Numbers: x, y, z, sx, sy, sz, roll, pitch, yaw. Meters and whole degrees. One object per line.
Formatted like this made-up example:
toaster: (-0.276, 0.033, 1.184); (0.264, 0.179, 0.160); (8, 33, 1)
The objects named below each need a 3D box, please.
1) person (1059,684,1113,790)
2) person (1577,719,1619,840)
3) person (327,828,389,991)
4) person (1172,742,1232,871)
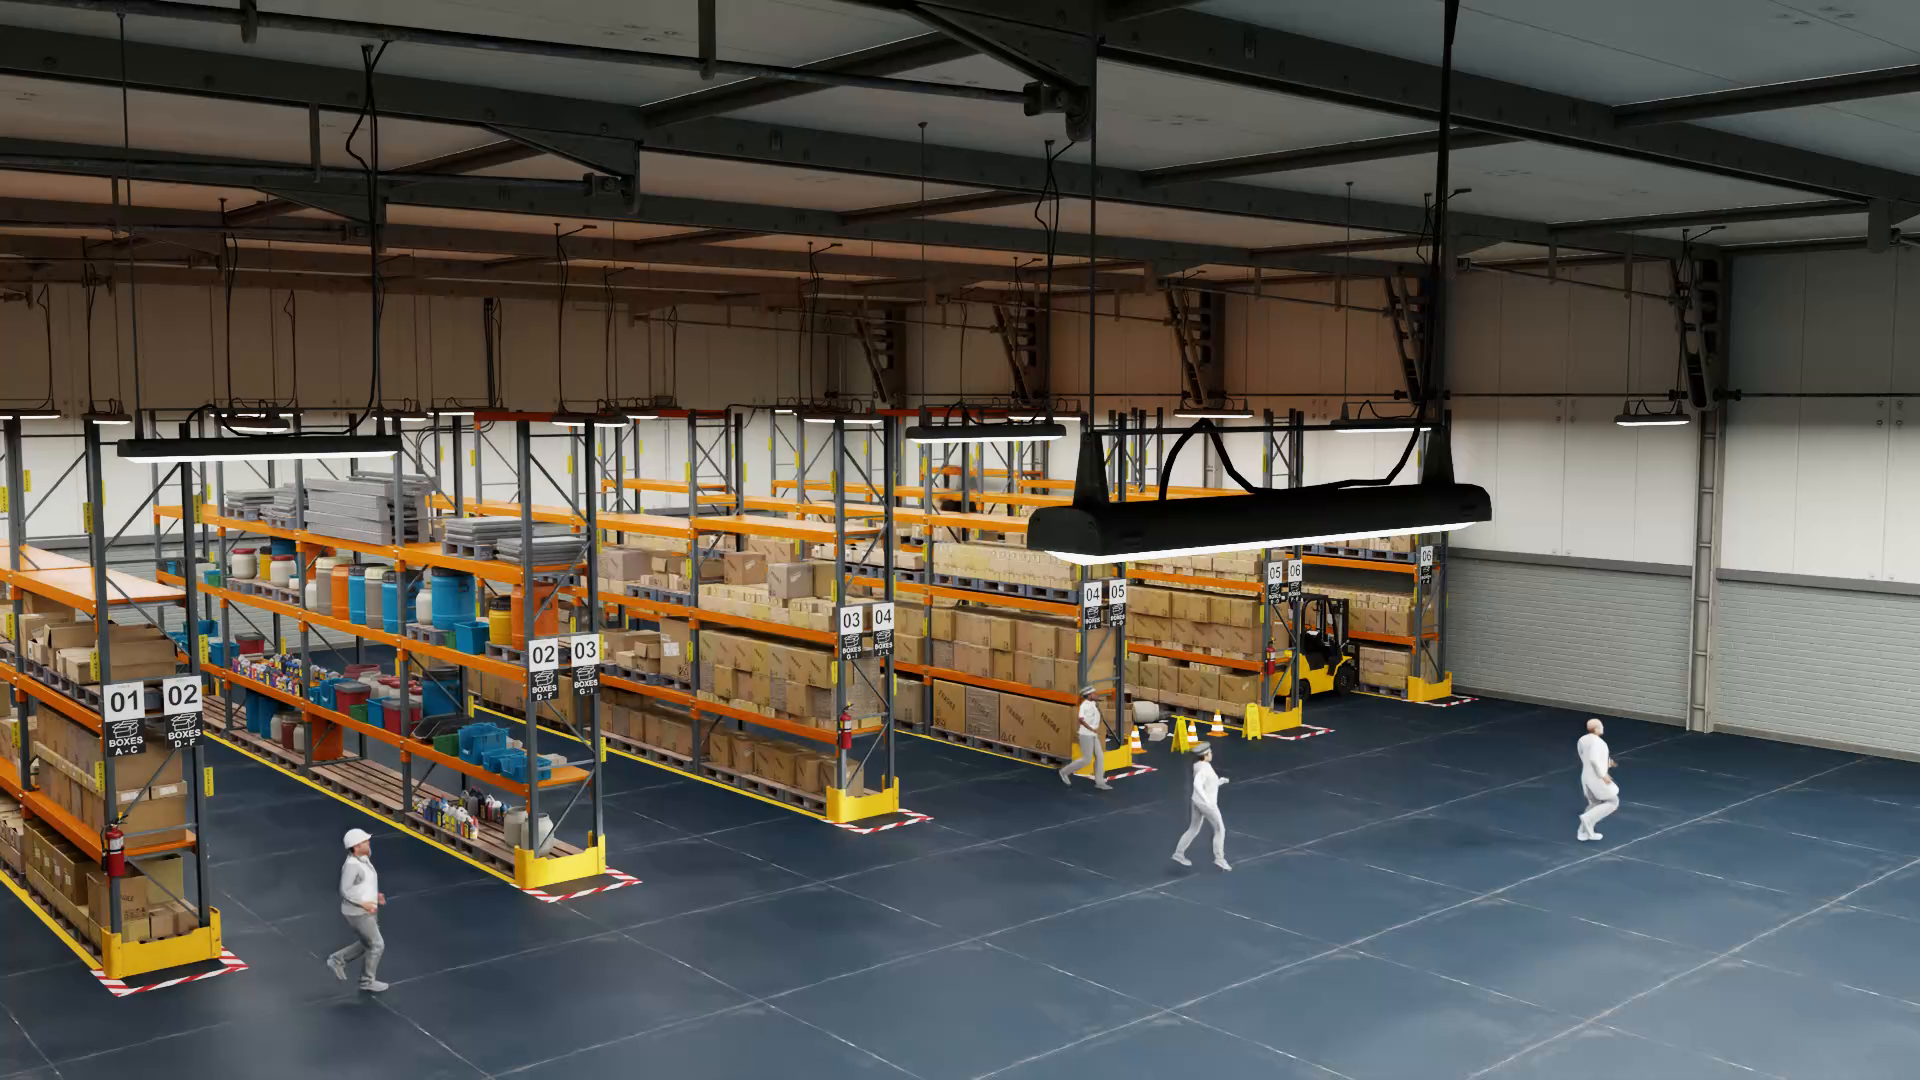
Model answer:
person: (2.076, 3.151, 26.758); (0.880, 1.650, 0.650); (2, 5, 18)
person: (9.049, 3.393, 23.566); (0.626, 1.732, 0.699); (-1, 5, -9)
person: (-6.403, 3.918, 17.592); (0.644, 1.745, 0.683); (-1, 5, -11)
person: (3.219, 3.541, 22.052); (0.807, 1.742, 0.587); (-2, 5, -17)
